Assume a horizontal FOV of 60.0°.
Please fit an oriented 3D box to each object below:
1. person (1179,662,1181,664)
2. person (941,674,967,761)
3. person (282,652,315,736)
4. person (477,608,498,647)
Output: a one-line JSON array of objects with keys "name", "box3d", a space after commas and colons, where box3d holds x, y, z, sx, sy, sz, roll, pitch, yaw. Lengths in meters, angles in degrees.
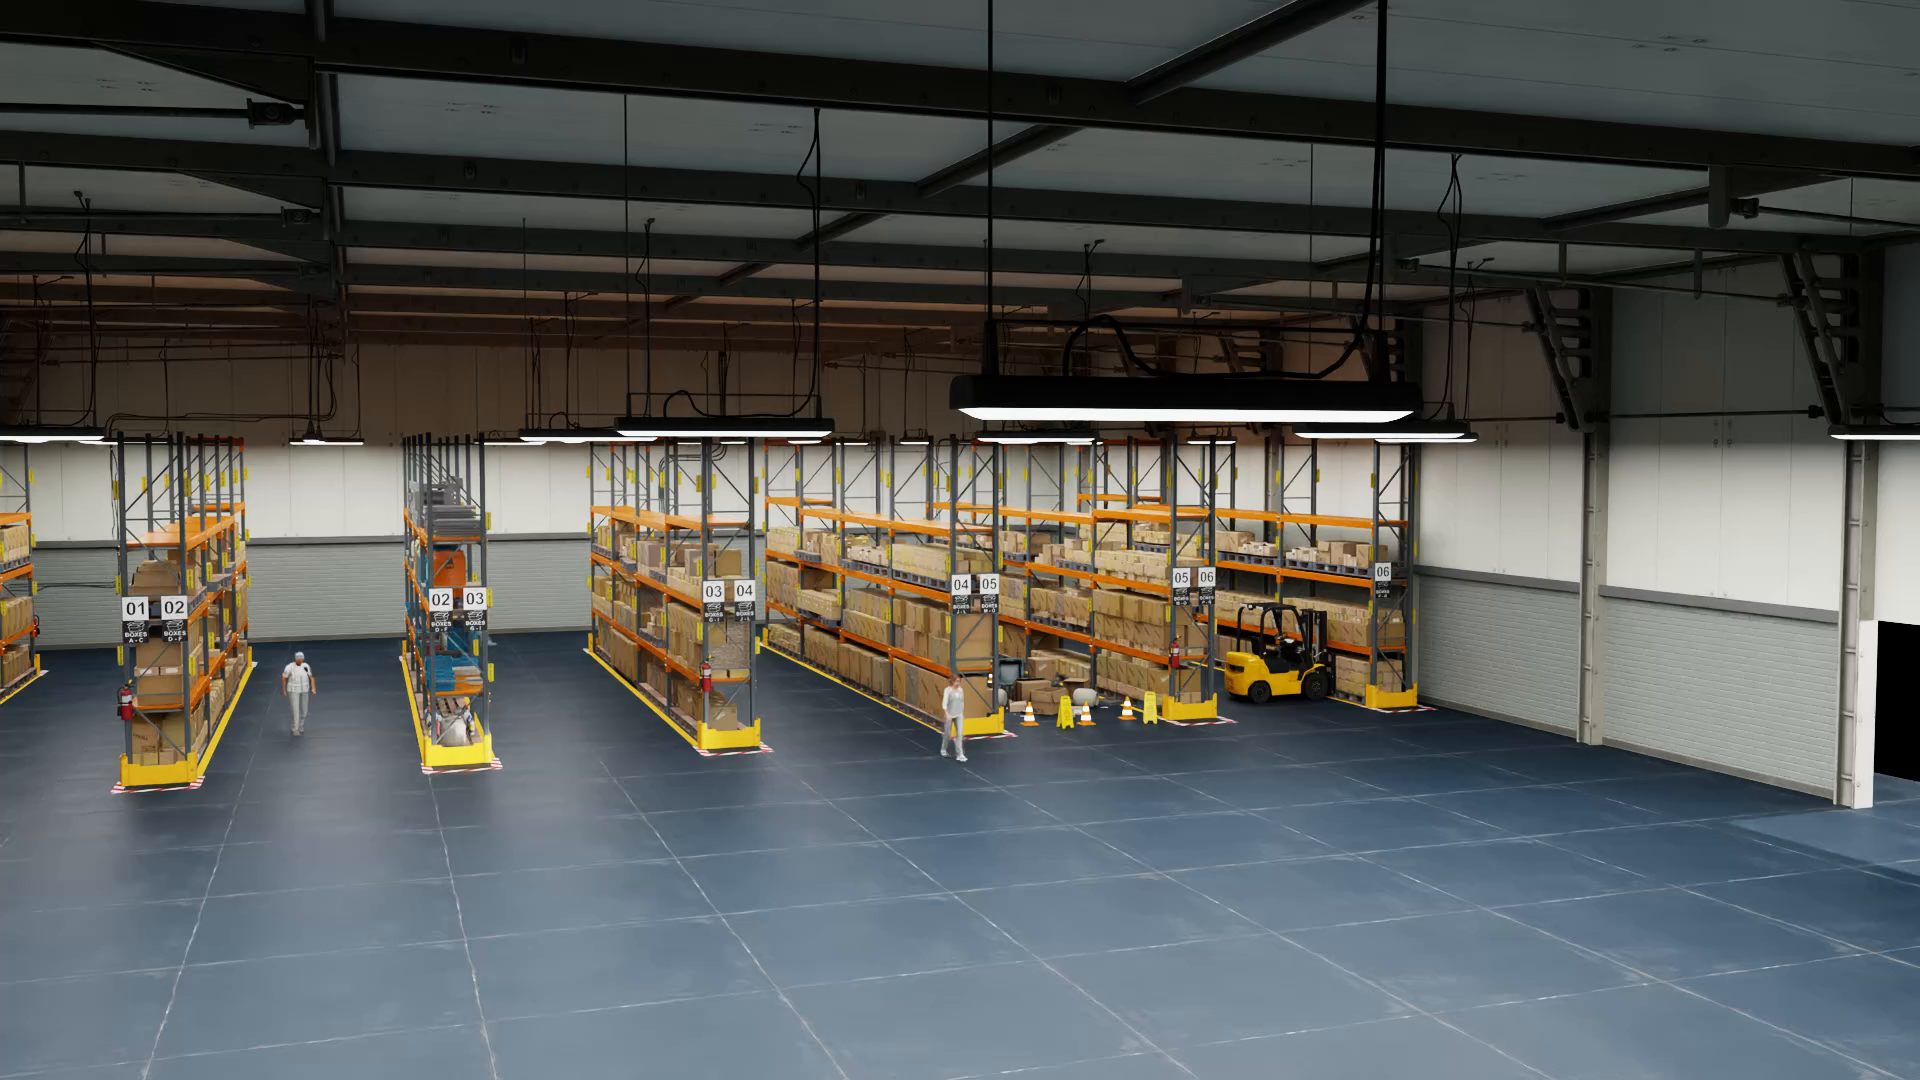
[{"name": "person", "box3d": [5.078, 2.690, 39.265, 0.597, 1.809, 0.602, -1, 3, -23]}, {"name": "person", "box3d": [-0.088, 3.243, 30.503, 0.486, 1.548, 0.846, -2, 4, -30]}, {"name": "person", "box3d": [-13.249, 3.053, 33.309, 0.740, 1.661, 0.542, 3, 4, 42]}, {"name": "person", "box3d": [-13.841, 2.209, 47.955, 1.088, 1.705, 0.540, 0, 3, 1]}]
